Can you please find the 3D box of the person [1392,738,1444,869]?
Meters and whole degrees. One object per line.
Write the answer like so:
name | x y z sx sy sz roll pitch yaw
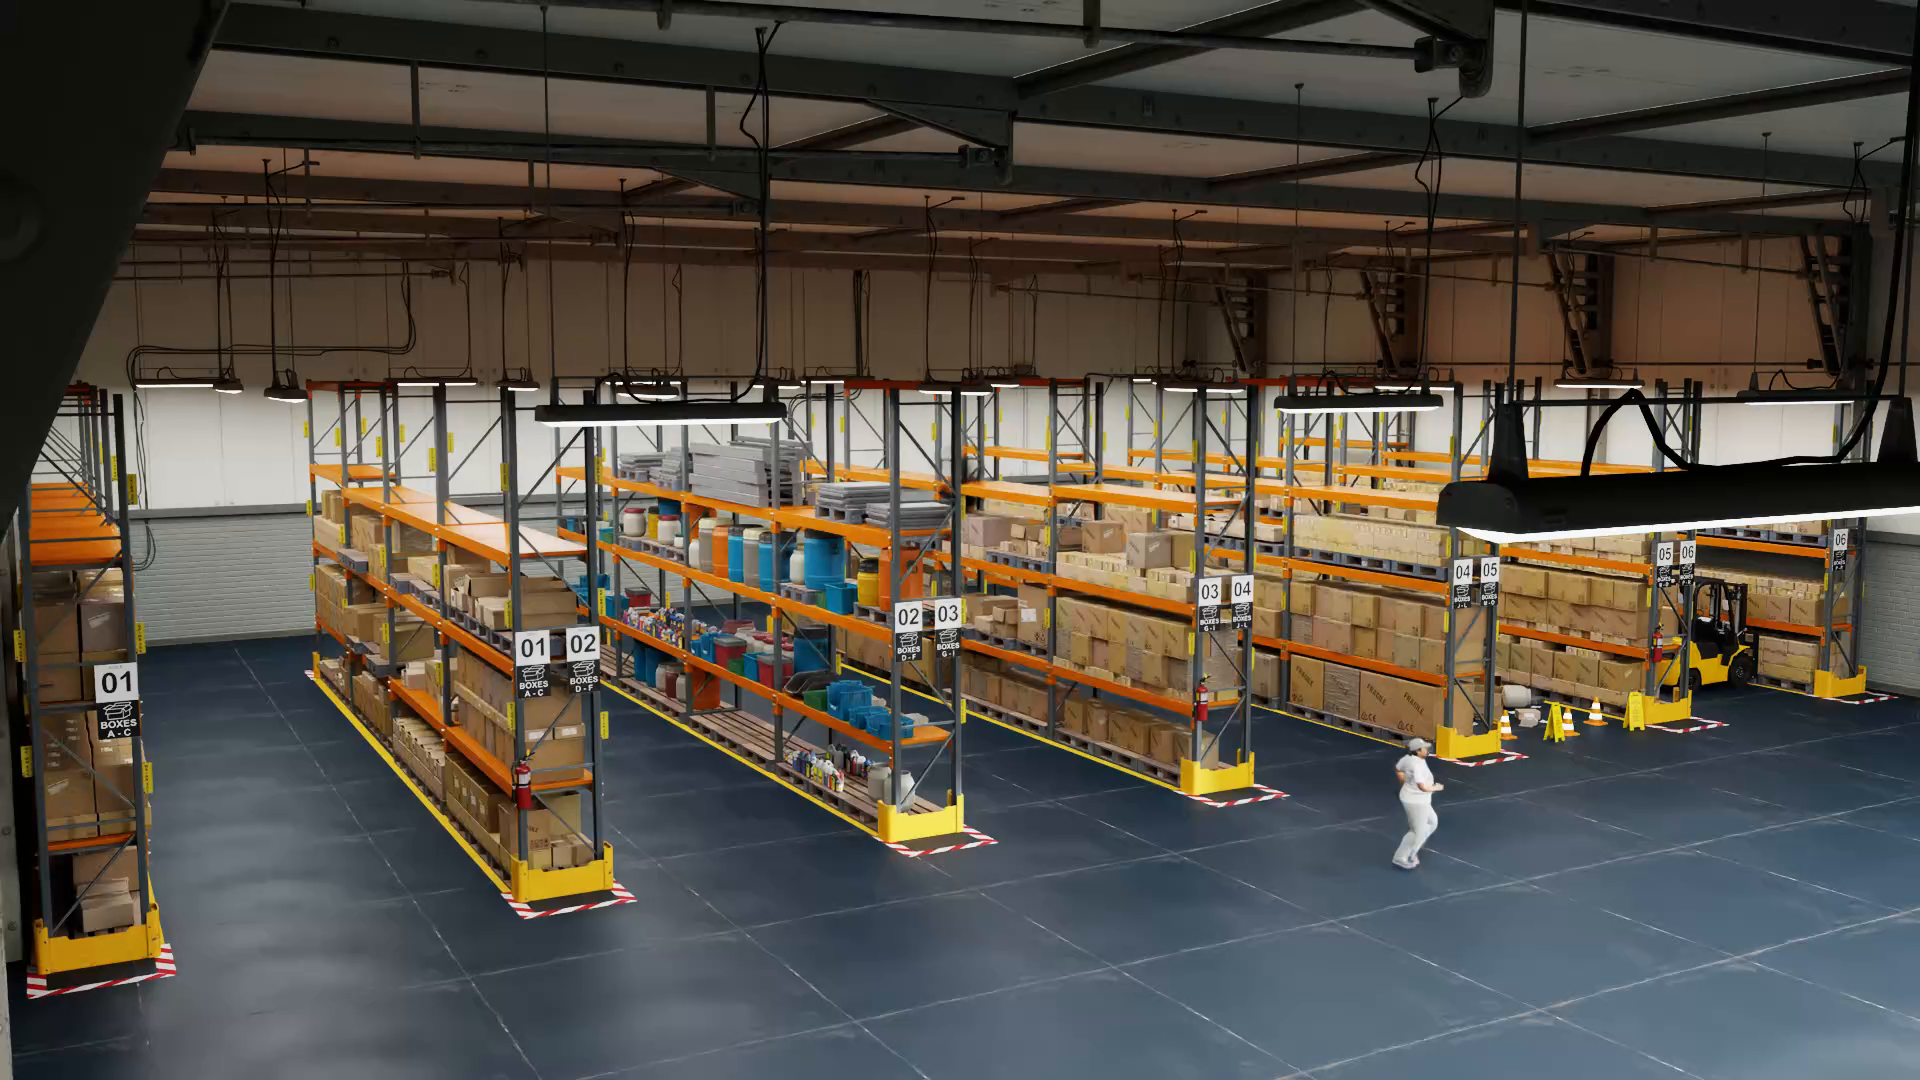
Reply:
person | 5.732 3.296 20.830 0.604 1.662 0.667 0 6 3
